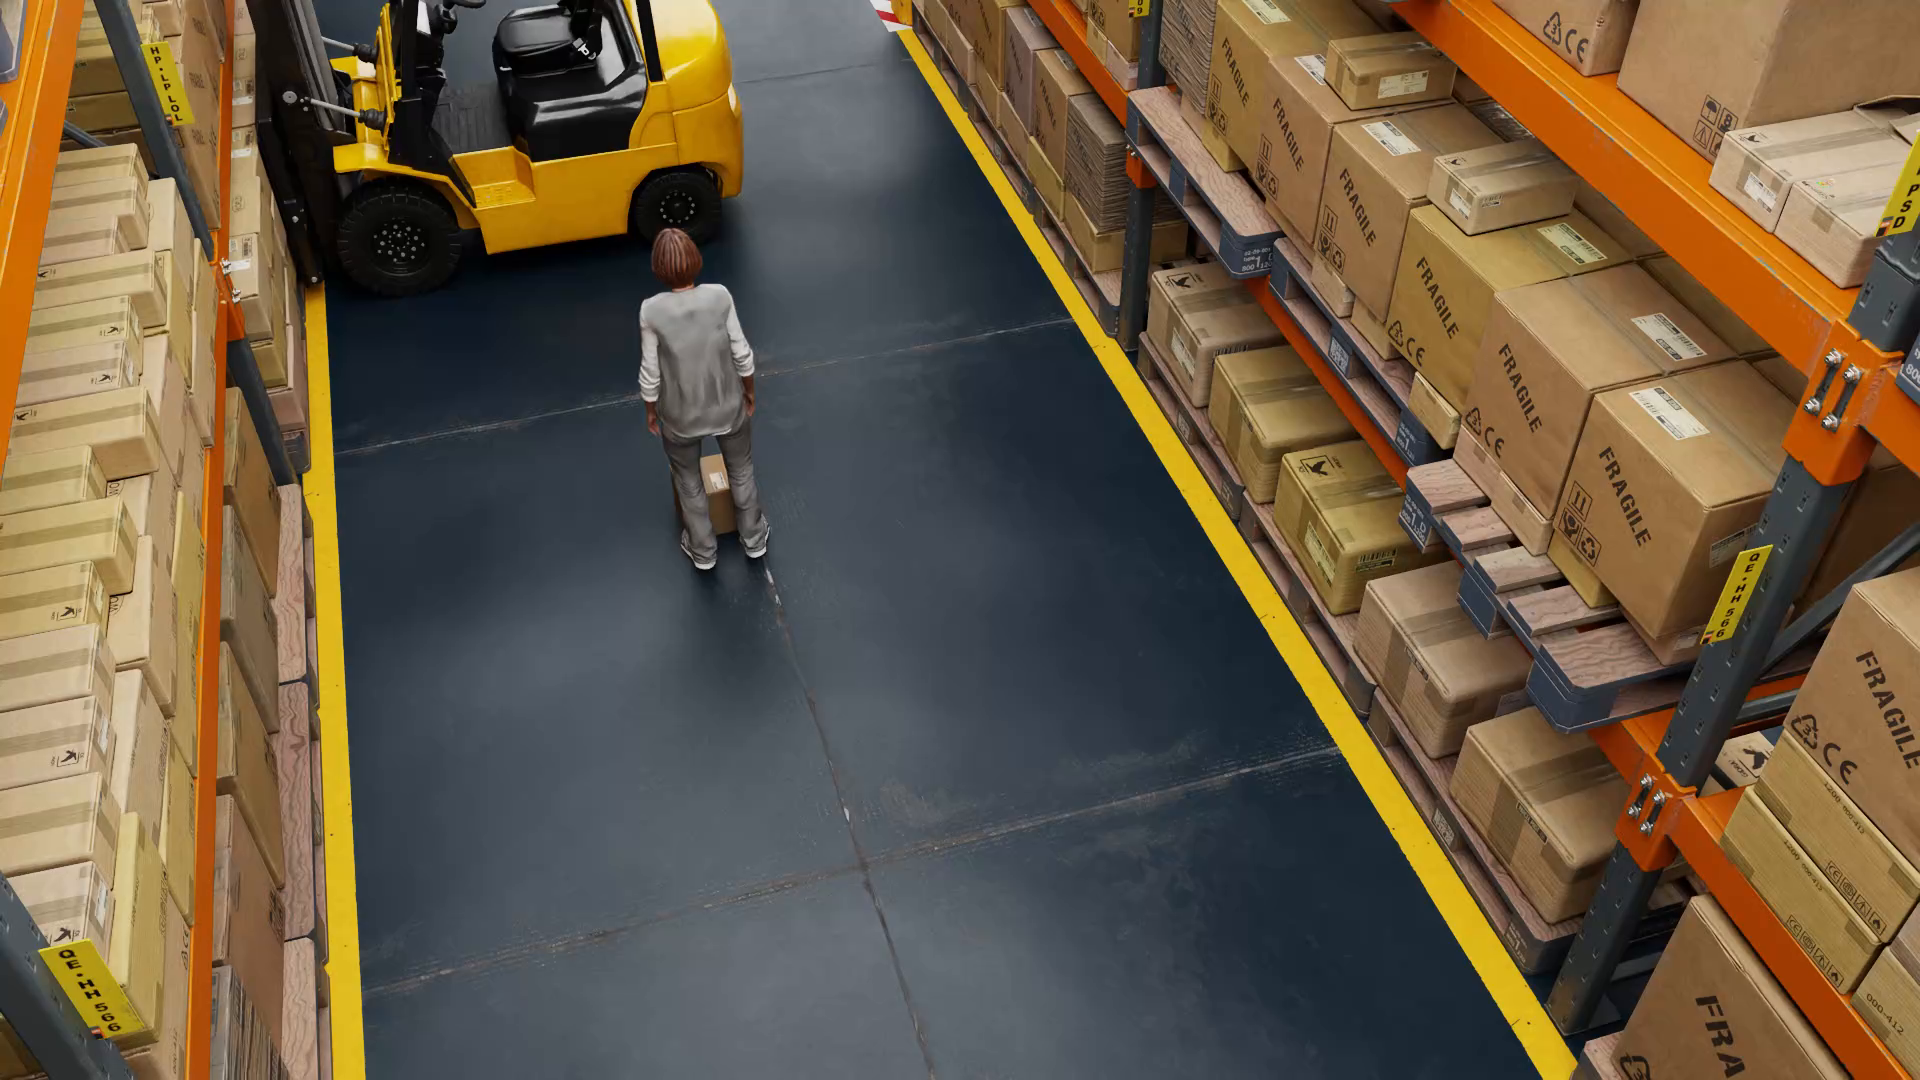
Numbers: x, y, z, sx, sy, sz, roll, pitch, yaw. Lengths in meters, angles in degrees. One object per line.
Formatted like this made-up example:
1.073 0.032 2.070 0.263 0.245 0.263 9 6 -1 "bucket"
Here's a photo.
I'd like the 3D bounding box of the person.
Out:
-1.046 -0.533 6.744 0.467 1.592 0.349 -12 44 -13 "person"
